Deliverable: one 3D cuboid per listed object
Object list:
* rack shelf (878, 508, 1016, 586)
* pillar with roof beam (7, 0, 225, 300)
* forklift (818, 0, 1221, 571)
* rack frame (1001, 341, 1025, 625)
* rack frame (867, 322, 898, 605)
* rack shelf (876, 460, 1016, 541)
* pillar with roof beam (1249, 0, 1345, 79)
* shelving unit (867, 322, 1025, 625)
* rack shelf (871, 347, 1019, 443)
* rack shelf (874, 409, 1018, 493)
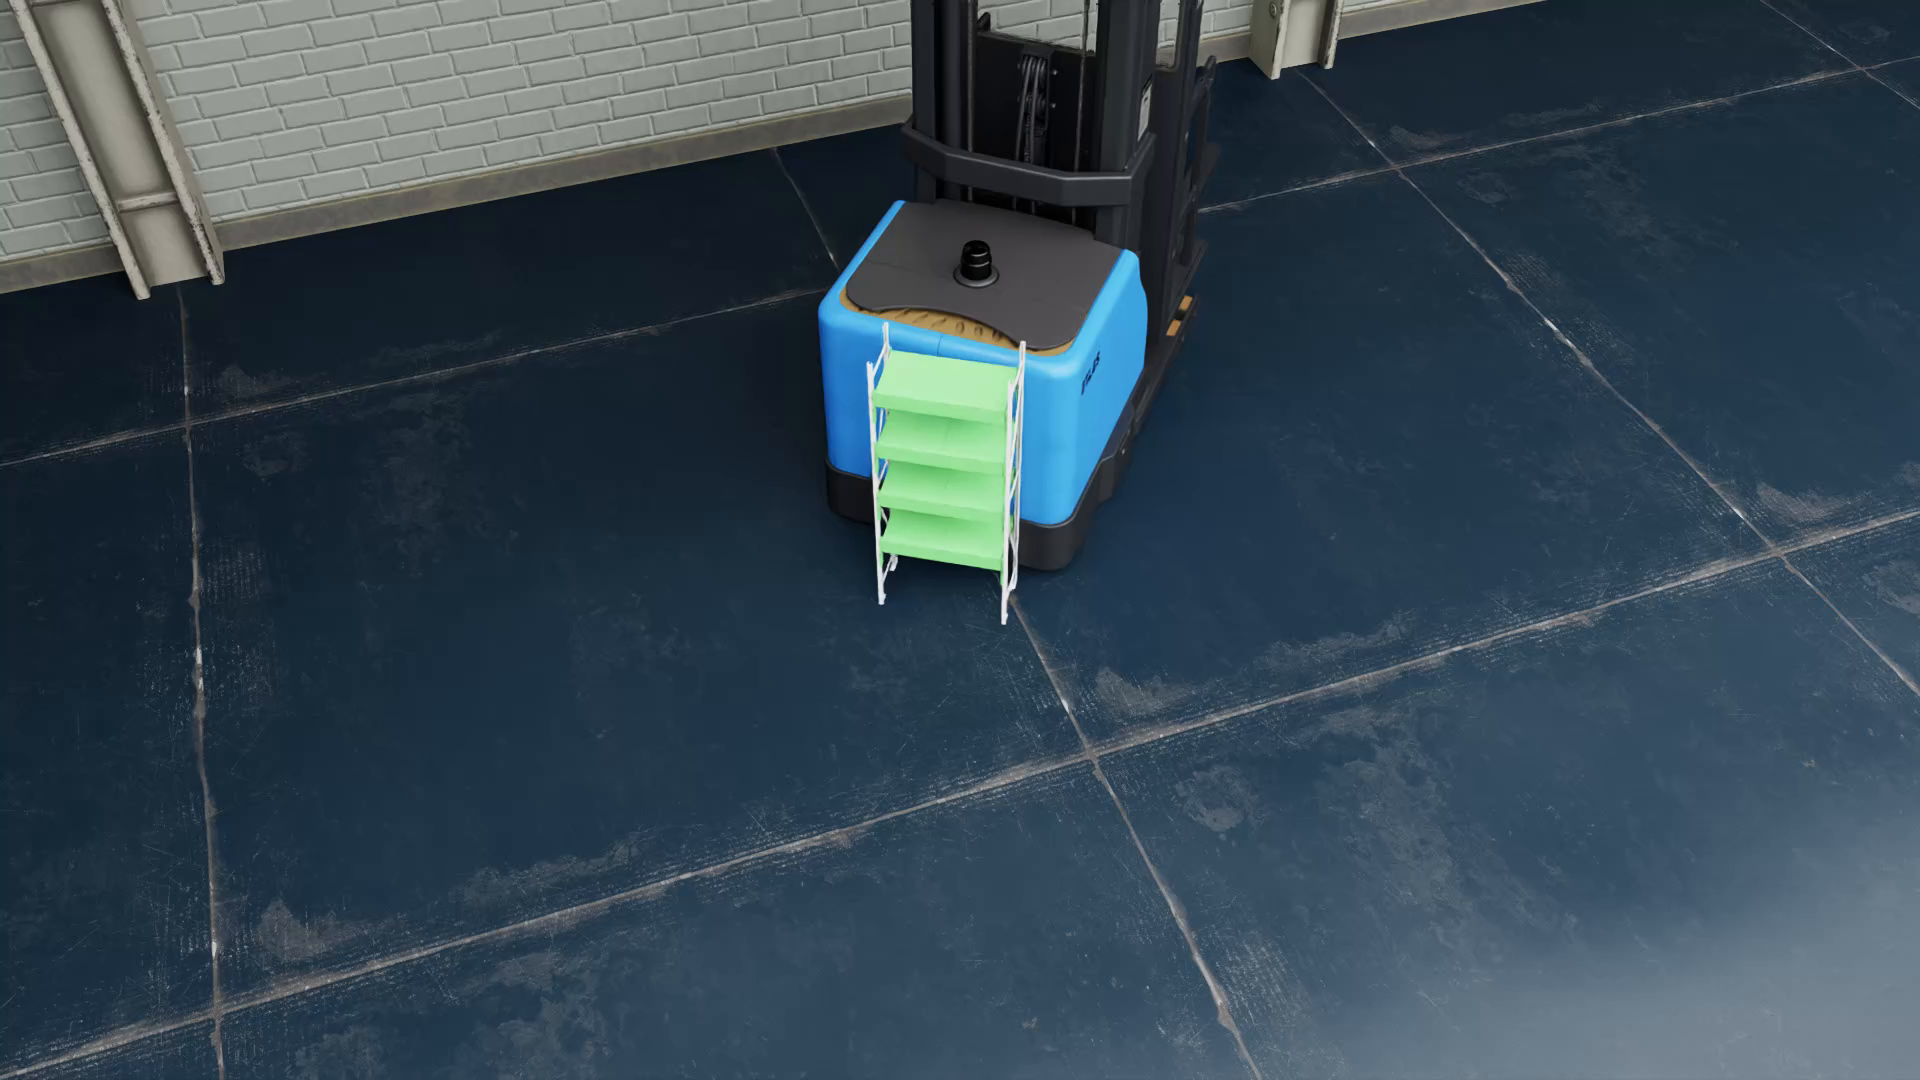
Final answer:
[{"bbox_3d":[-0.045,-0.002,6.334,0.480,0.148,0.258,9,46,9],"label":"rack shelf"},{"bbox_3d":[-2.305,-1.597,1.989,0.400,9.000,9.100,-14,47,-14],"label":"pillar with roof beam"},{"bbox_3d":[0.462,-1.975,6.649,1.130,2.935,3.031,15,47,15],"label":"forklift"},{"bbox_3d":[0.193,-0.179,6.082,0.015,1.200,0.240,9,46,9],"label":"rack frame"},{"bbox_3d":[-0.284,-0.254,6.156,0.015,1.200,0.240,9,46,9],"label":"rack frame"},{"bbox_3d":[-0.045,-0.172,6.164,0.480,0.148,0.258,9,46,9],"label":"rack shelf"},{"bbox_3d":[3.338,-3.040,3.427,0.400,9.000,9.100,-14,47,-14],"label":"pillar with roof beam"},{"bbox_3d":[-0.045,-0.217,6.119,0.503,1.200,0.258,9,46,9],"label":"shelving unit"},{"bbox_3d":[-0.045,-0.510,5.824,0.480,0.148,0.258,9,46,9],"label":"rack shelf"},{"bbox_3d":[-0.045,-0.341,5.994,0.480,0.148,0.258,9,46,9],"label":"rack shelf"}]
